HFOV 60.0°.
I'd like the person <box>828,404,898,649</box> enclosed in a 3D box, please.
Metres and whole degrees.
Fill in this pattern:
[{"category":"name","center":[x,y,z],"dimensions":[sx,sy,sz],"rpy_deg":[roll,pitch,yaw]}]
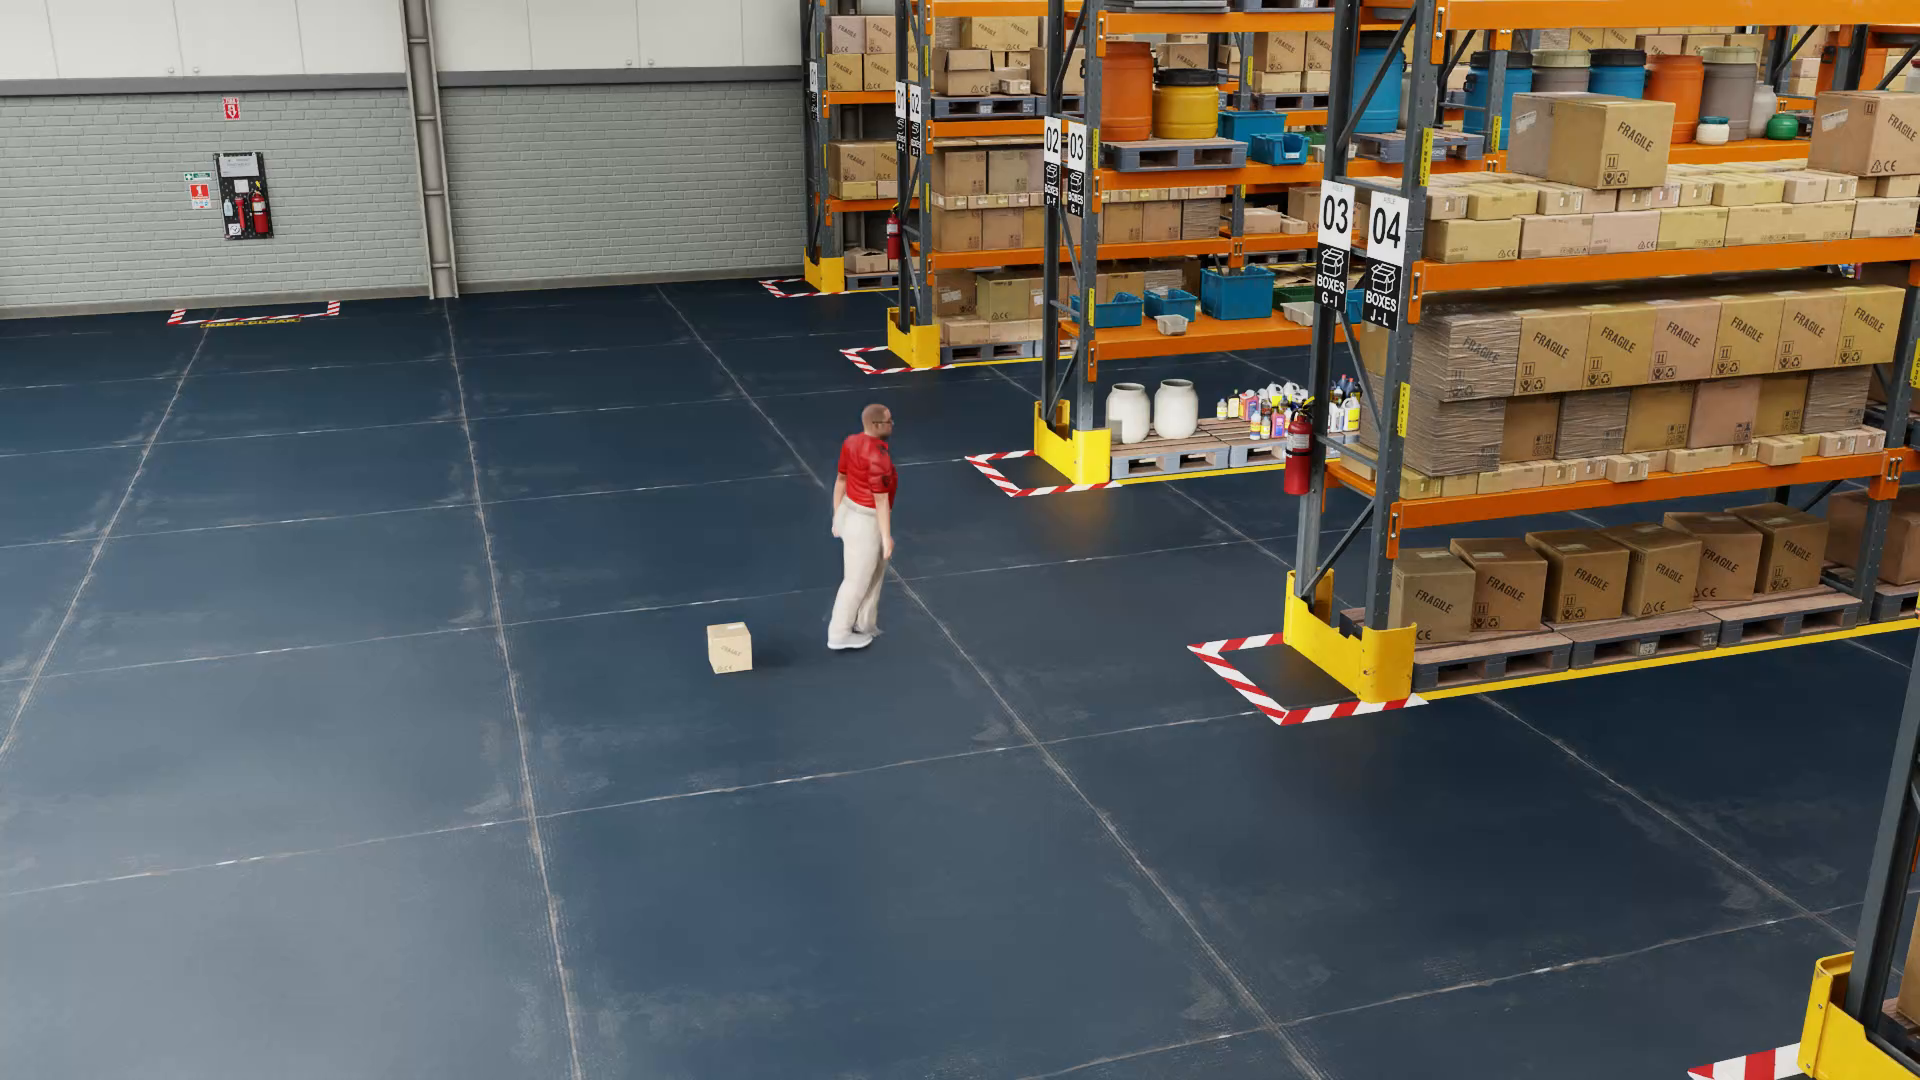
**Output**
[{"category":"person","center":[-0.683,-0.050,11.314],"dimensions":[0.509,1.788,0.568],"rpy_deg":[-8,21,-23]}]
